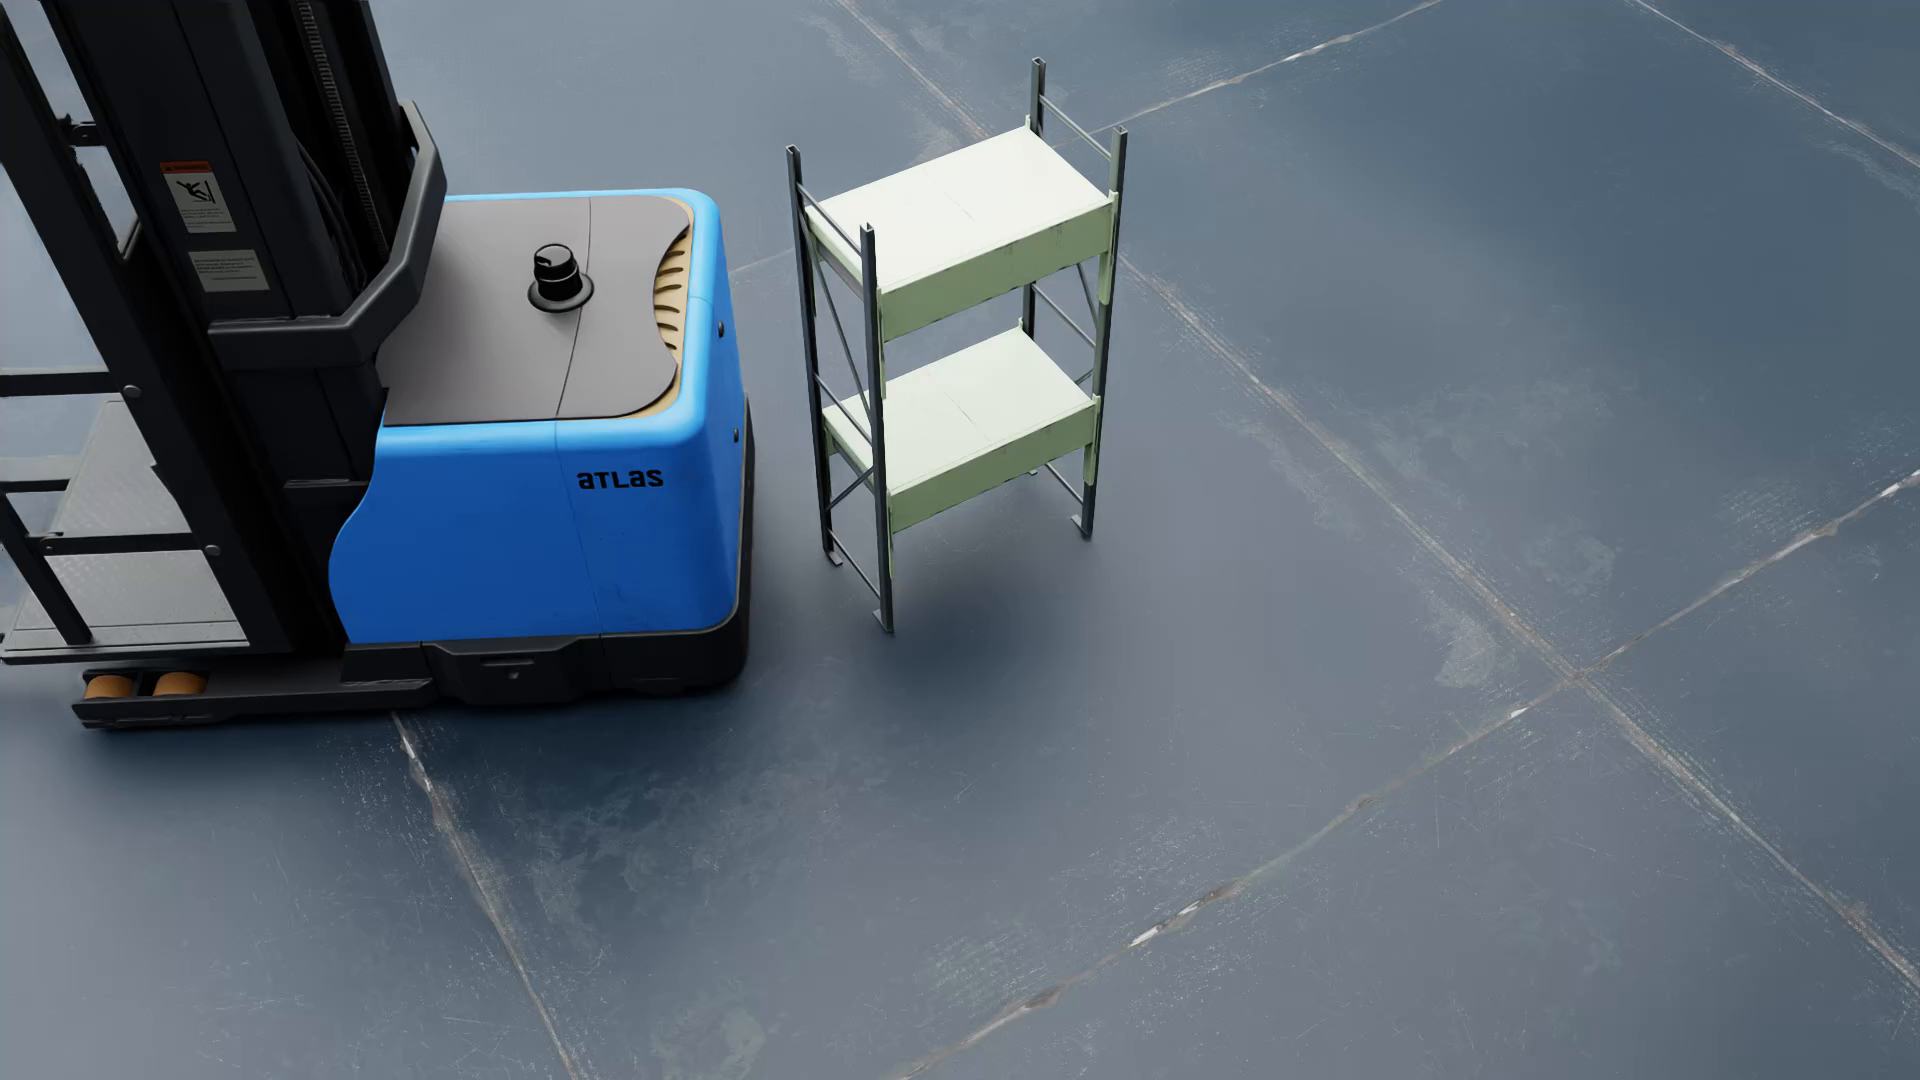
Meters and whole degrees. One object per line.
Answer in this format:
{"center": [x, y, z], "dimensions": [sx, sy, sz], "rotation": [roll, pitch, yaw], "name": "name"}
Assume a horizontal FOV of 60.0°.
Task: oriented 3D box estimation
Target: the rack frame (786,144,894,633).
{"center": [-0.315, -0.350, 4.558], "dimensions": [0.023, 1.500, 0.400], "rotation": [-25, 53, -21], "name": "rack frame"}

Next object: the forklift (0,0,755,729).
{"center": [-2.157, -0.844, 4.039], "dimensions": [3.031, 2.935, 1.130], "rotation": [-2, 48, -2], "name": "forklift"}

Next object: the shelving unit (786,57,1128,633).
{"center": [-0.006, -0.496, 4.688], "dimensions": [0.755, 1.500, 0.431], "rotation": [-25, 53, -21], "name": "shelving unit"}

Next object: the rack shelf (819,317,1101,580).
{"center": [-0.006, -0.279, 4.931], "dimensions": [0.720, 0.370, 0.431], "rotation": [-25, 53, -21], "name": "rack shelf"}

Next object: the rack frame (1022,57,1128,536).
{"center": [0.304, -0.642, 4.817], "dimensions": [0.023, 1.500, 0.400], "rotation": [-25, 53, -21], "name": "rack frame"}

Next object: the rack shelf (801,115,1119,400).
{"center": [-0.006, -0.756, 4.396], "dimensions": [0.720, 0.370, 0.431], "rotation": [-25, 53, -21], "name": "rack shelf"}
